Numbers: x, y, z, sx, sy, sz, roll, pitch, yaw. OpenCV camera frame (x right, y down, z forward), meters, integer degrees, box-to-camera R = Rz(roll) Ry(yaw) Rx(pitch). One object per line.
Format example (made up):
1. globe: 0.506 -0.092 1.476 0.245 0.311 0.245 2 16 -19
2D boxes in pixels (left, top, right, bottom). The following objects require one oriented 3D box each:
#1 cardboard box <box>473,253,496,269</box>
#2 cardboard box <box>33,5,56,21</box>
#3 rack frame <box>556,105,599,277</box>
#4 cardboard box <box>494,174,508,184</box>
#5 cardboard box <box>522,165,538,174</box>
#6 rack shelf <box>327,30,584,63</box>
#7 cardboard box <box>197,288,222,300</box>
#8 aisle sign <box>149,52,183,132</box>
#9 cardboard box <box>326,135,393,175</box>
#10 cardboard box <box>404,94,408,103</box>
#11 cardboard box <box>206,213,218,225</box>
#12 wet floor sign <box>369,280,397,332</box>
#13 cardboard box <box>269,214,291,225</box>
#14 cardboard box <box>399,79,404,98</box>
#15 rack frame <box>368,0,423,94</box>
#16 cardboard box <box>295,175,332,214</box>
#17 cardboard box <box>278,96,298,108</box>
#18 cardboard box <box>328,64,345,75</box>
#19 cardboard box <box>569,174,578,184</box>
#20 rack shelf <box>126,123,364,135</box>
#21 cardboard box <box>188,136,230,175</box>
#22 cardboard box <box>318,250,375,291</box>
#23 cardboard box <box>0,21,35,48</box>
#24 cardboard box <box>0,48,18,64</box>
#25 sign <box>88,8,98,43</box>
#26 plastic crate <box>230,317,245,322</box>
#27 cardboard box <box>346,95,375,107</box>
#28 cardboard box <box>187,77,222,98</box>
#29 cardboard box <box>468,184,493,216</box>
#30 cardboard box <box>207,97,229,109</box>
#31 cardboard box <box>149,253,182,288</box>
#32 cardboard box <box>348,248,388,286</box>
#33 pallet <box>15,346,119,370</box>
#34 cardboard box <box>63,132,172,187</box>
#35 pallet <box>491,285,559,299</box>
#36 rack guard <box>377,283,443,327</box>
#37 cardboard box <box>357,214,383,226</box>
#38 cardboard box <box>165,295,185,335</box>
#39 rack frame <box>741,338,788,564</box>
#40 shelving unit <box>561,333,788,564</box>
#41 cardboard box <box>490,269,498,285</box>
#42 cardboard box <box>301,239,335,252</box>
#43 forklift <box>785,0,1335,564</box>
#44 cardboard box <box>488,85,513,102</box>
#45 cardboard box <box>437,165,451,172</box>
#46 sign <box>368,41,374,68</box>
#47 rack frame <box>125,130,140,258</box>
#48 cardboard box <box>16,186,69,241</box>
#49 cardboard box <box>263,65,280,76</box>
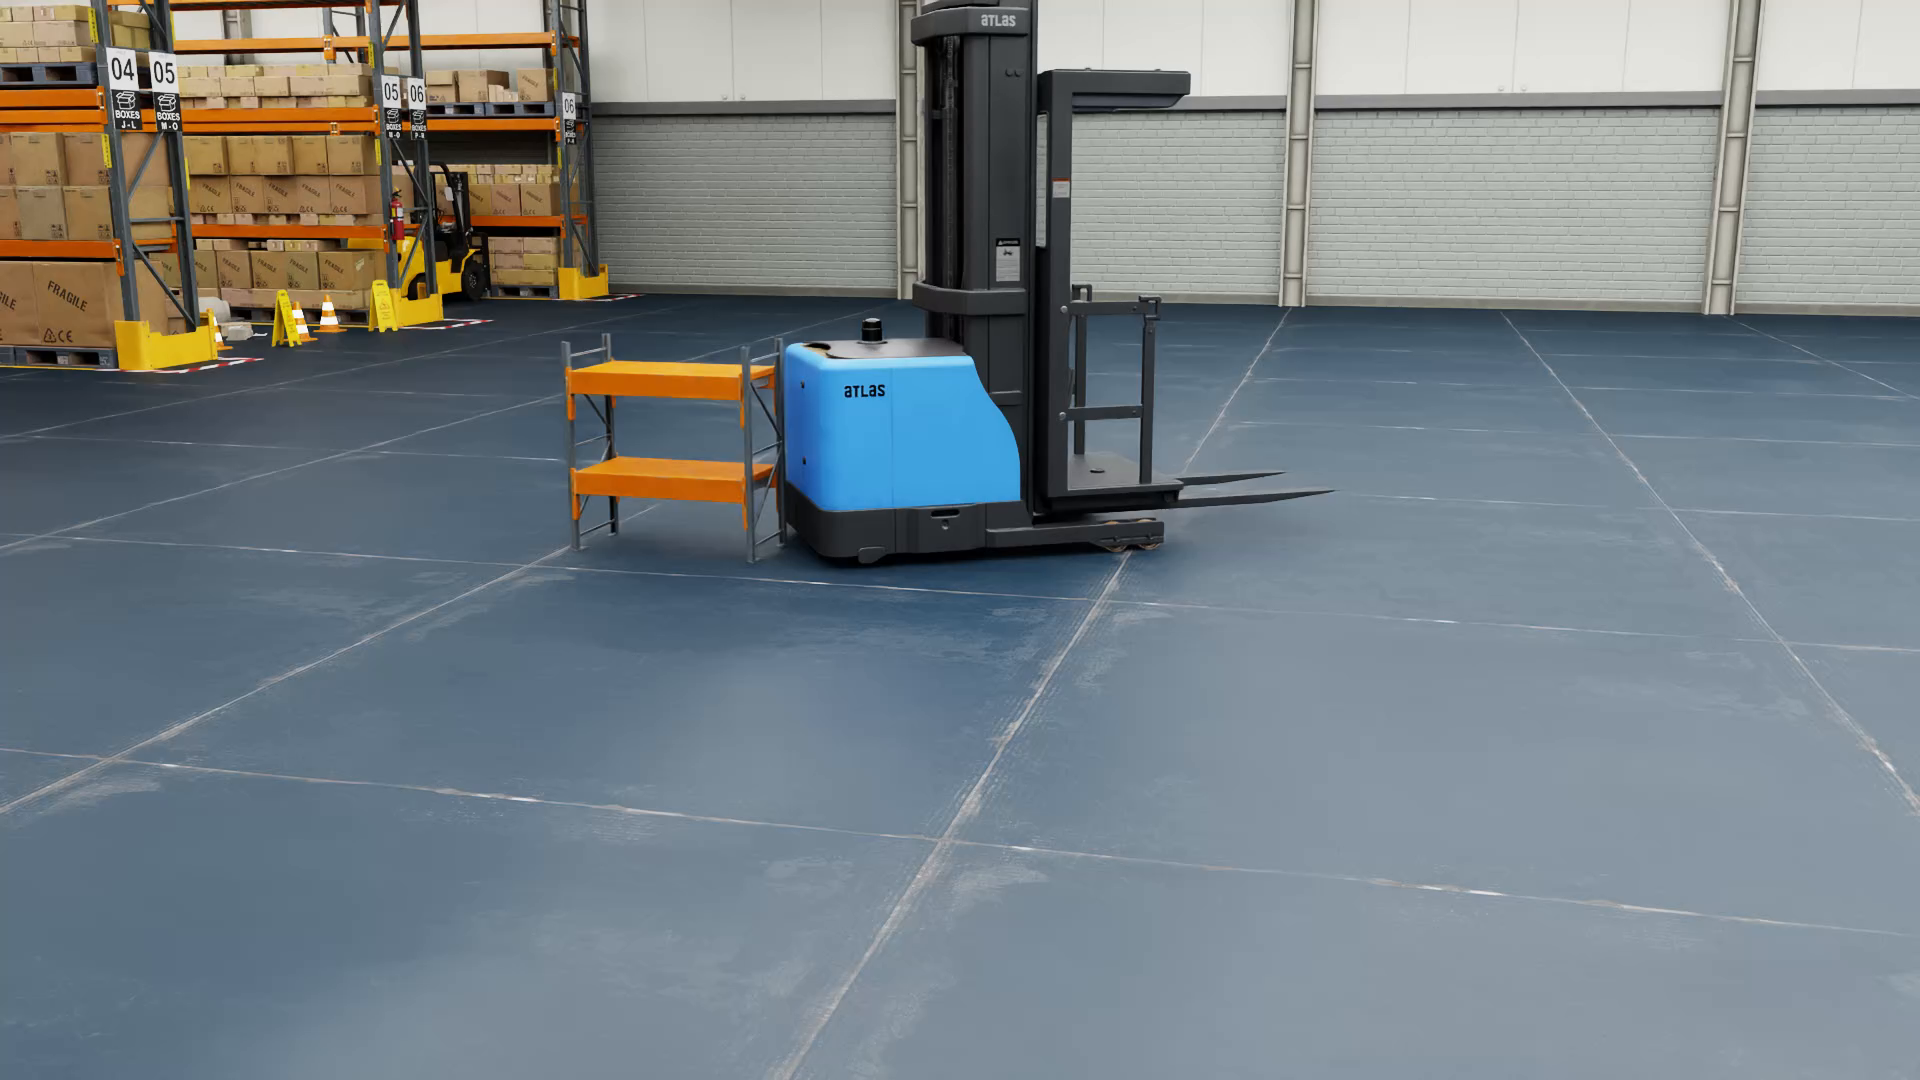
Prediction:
1. cardboard box: -7.676 -4.541 27.001 0.500 0.250 0.500 3 13 12
2. cardboard box: -9.062 -5.278 16.712 0.250 0.149 0.380 3 13 14
3. rack frame: -6.138 -5.424 26.757 0.127 3.000 1.000 3 13 14
4. cardboard box: -7.272 -5.797 26.710 0.250 0.149 0.380 3 13 13
5. cardboard box: -6.783 -5.915 26.556 0.250 0.149 0.380 3 13 14
6. rack shelf: -8.080 -7.910 26.696 4.000 0.370 1.077 3 13 14
7. cardboard box: -10.178 -3.338 22.731 0.500 0.250 0.500 4 13 17
8. aisle sign: -8.271 -4.663 17.322 0.004 0.787 0.394 3 13 14
9. cardboard box: -7.872 -5.043 21.813 0.500 0.500 0.700 3 13 12
10. cardboard box: -8.913 -7.100 26.766 0.250 0.149 0.380 3 13 15
11. cardboard box: -9.957 -4.344 22.470 0.250 0.149 0.380 3 13 13
12. wet floor sign: -7.396 -2.996 21.248 0.232 0.644 0.267 8 15 33
13. cardboard box: -8.997 -4.284 22.196 0.250 0.149 0.380 3 13 13
14. cardboard box: -7.748 -5.999 22.081 0.500 0.250 0.500 3 13 13
15. rack frame: -7.324 -7.309 21.402 0.127 3.000 1.000 3 13 14
16. cardboard box: -8.402 -4.571 21.996 0.500 0.500 0.500 3 13 14
17. cardboard box: -8.720 -5.739 21.829 0.250 0.149 0.380 3 13 13
18. cardboard box: -7.964 -6.088 21.563 0.250 0.149 0.380 3 13 15
19. cardboard box: -6.405 -5.862 27.001 0.250 0.149 0.380 3 13 12
20. rack shelf: -11.963 -6.849 27.913 4.000 0.370 1.077 3 13 14
21. cardboard box: -9.860 -5.139 22.244 0.500 0.500 0.700 3 13 12
22. cardboard box: -8.164 -3.596 22.163 0.500 0.500 0.500 3 13 14
23. cardboard box: -9.439 -5.117 16.906 0.500 0.250 0.500 3 13 14
24. cardboard box: -9.555 -4.915 16.917 0.250 0.149 0.380 3 13 14
25. sign: -8.555 -5.079 16.413 0.005 0.325 0.100 3 13 14
26. plastic crate: -9.880 -2.909 22.159 0.583 0.080 0.402 -1 13 -6
27. cardboard box: -7.737 -5.682 21.572 0.250 0.149 0.380 3 13 14
28. cardboard box: -9.860 -5.990 22.042 0.500 0.250 0.500 3 13 14
29. cardboard box: -7.678 -5.499 26.862 0.500 0.500 0.500 3 13 12
30. cardboard box: -9.733 -5.776 21.999 0.250 0.149 0.380 3 13 12
31. cardboard box: -10.699 -3.729 22.764 0.500 0.500 0.500 4 13 16
32. cardboard box: -8.064 -3.710 22.678 0.500 0.500 0.500 3 13 12
33. pallet: -9.207 -1.998 17.751 1.213 0.211 1.003 3 13 14
34. cardboard box: -8.763 -3.962 17.326 0.550 0.550 0.875 3 13 14
35. pallet: -6.891 -4.094 27.198 1.213 0.211 1.003 3 13 14
36. rack guard: -7.398 -3.164 22.340 0.348 0.500 1.175 3 13 14
37. cardboard box: -7.738 -4.232 21.963 0.250 0.149 0.380 4 13 15
38. cardboard box: -9.636 -2.720 20.333 0.637 0.503 0.797 -6 14 -25
39. rack frame: -1.031 -0.479 8.794 0.032 1.125 0.500 3 13 15
40. shelving unit: -1.520 -0.508 8.927 1.048 1.125 0.538 3 13 15
41. cardboard box: -7.634 -4.300 27.071 0.500 0.250 0.500 3 13 14
42. cardboard box: -8.537 -3.917 22.115 0.250 0.149 0.380 3 13 15
43. forklift: 0.599 -1.471 9.096 3.031 2.935 1.130 -4 13 -17
44. cardboard box: -7.262 -7.069 26.356 0.258 0.266 0.396 3 13 14
45. cardboard box: -8.267 -6.004 26.956 0.250 0.149 0.380 3 13 14
46. sign: -7.476 -6.161 21.109 0.005 0.325 0.100 3 13 14
47. rack frame: -13.905 -5.839 28.628 0.127 3.000 1.000 3 13 14
48. cardboard box: -9.322 -3.441 17.471 0.550 0.550 0.875 3 13 14
49. cardboard box: -8.934 -6.155 21.864 0.250 0.149 0.380 3 13 12
